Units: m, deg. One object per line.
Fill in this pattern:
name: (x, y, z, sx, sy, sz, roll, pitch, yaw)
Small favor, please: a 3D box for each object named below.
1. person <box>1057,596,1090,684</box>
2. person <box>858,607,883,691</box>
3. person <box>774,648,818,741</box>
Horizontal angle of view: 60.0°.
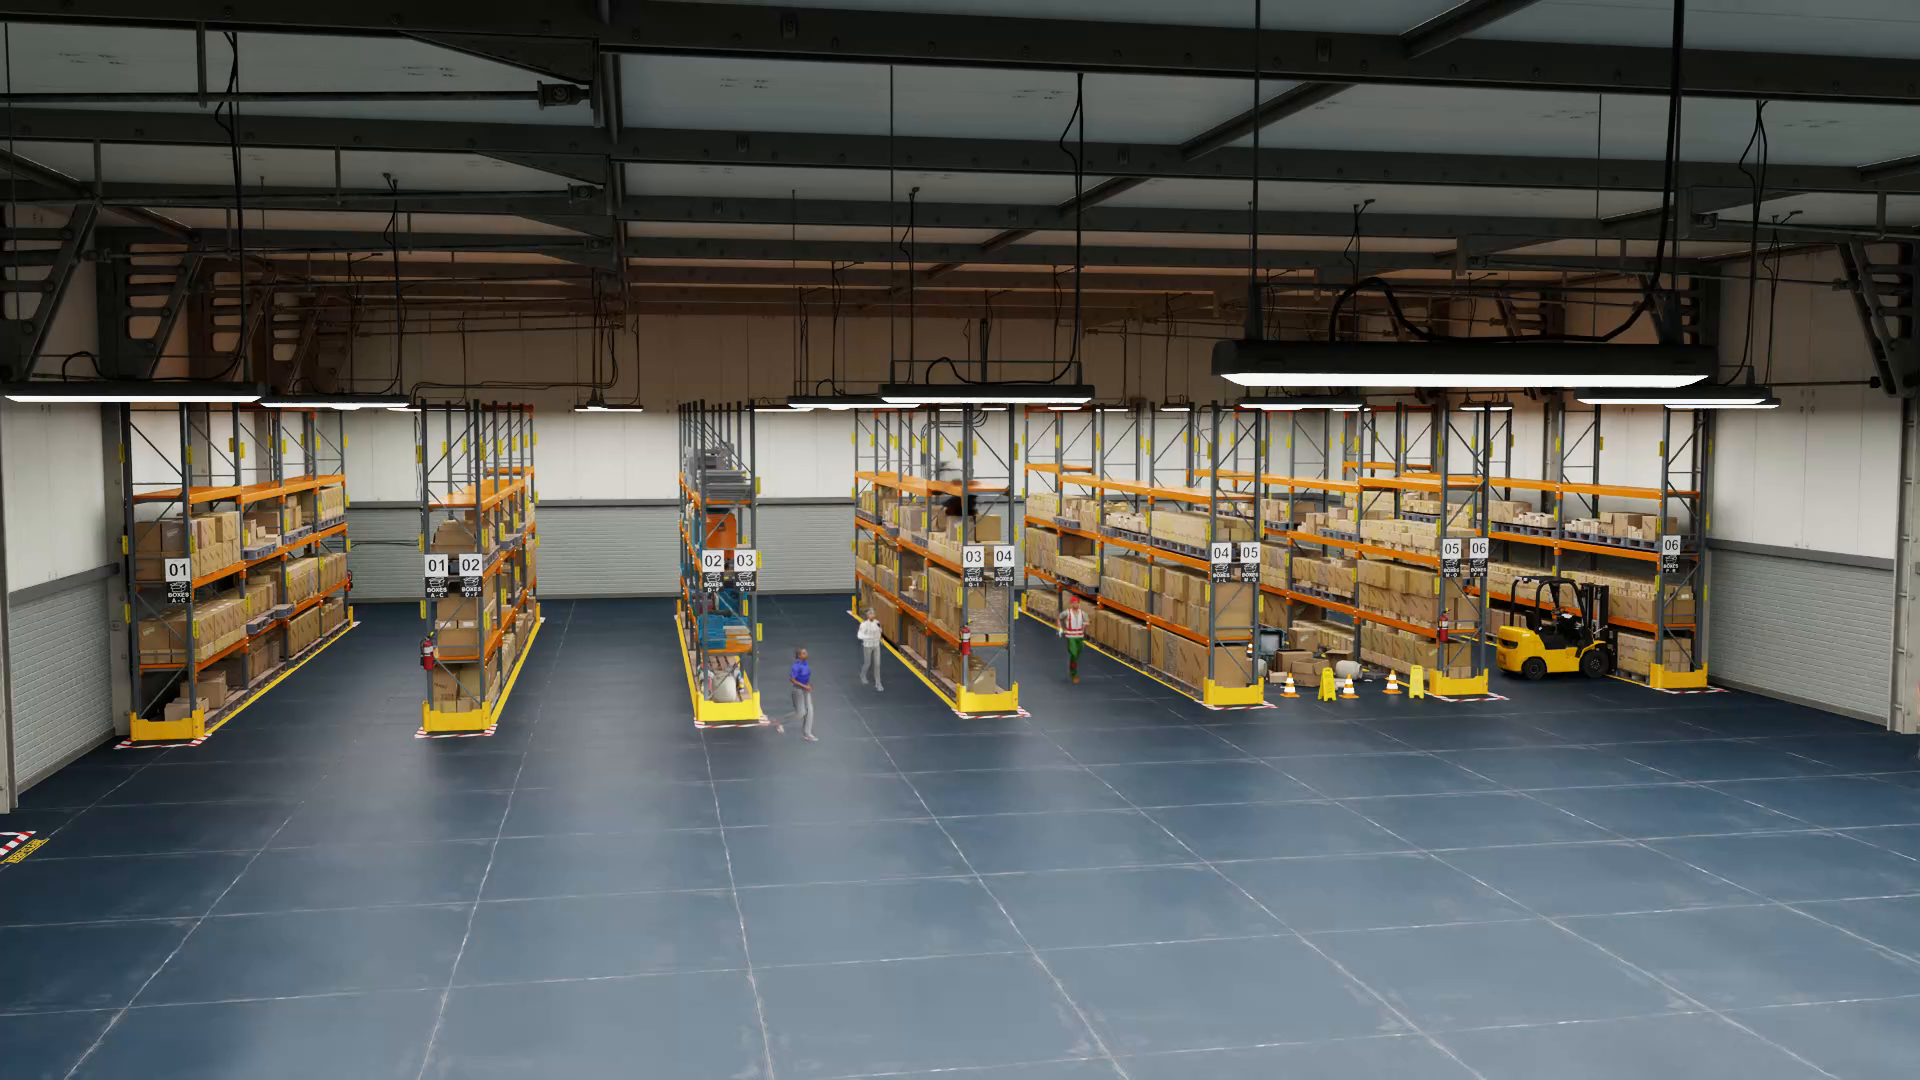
person: (2.452, 2.120, 35.696, 0.655, 1.829, 0.840, -2, 5, -20)
person: (-1.875, 2.241, 34.644, 0.552, 1.702, 0.920, -2, 5, -24)
person: (-2.857, 2.753, 29.339, 0.781, 1.567, 0.587, 2, 5, 20)
